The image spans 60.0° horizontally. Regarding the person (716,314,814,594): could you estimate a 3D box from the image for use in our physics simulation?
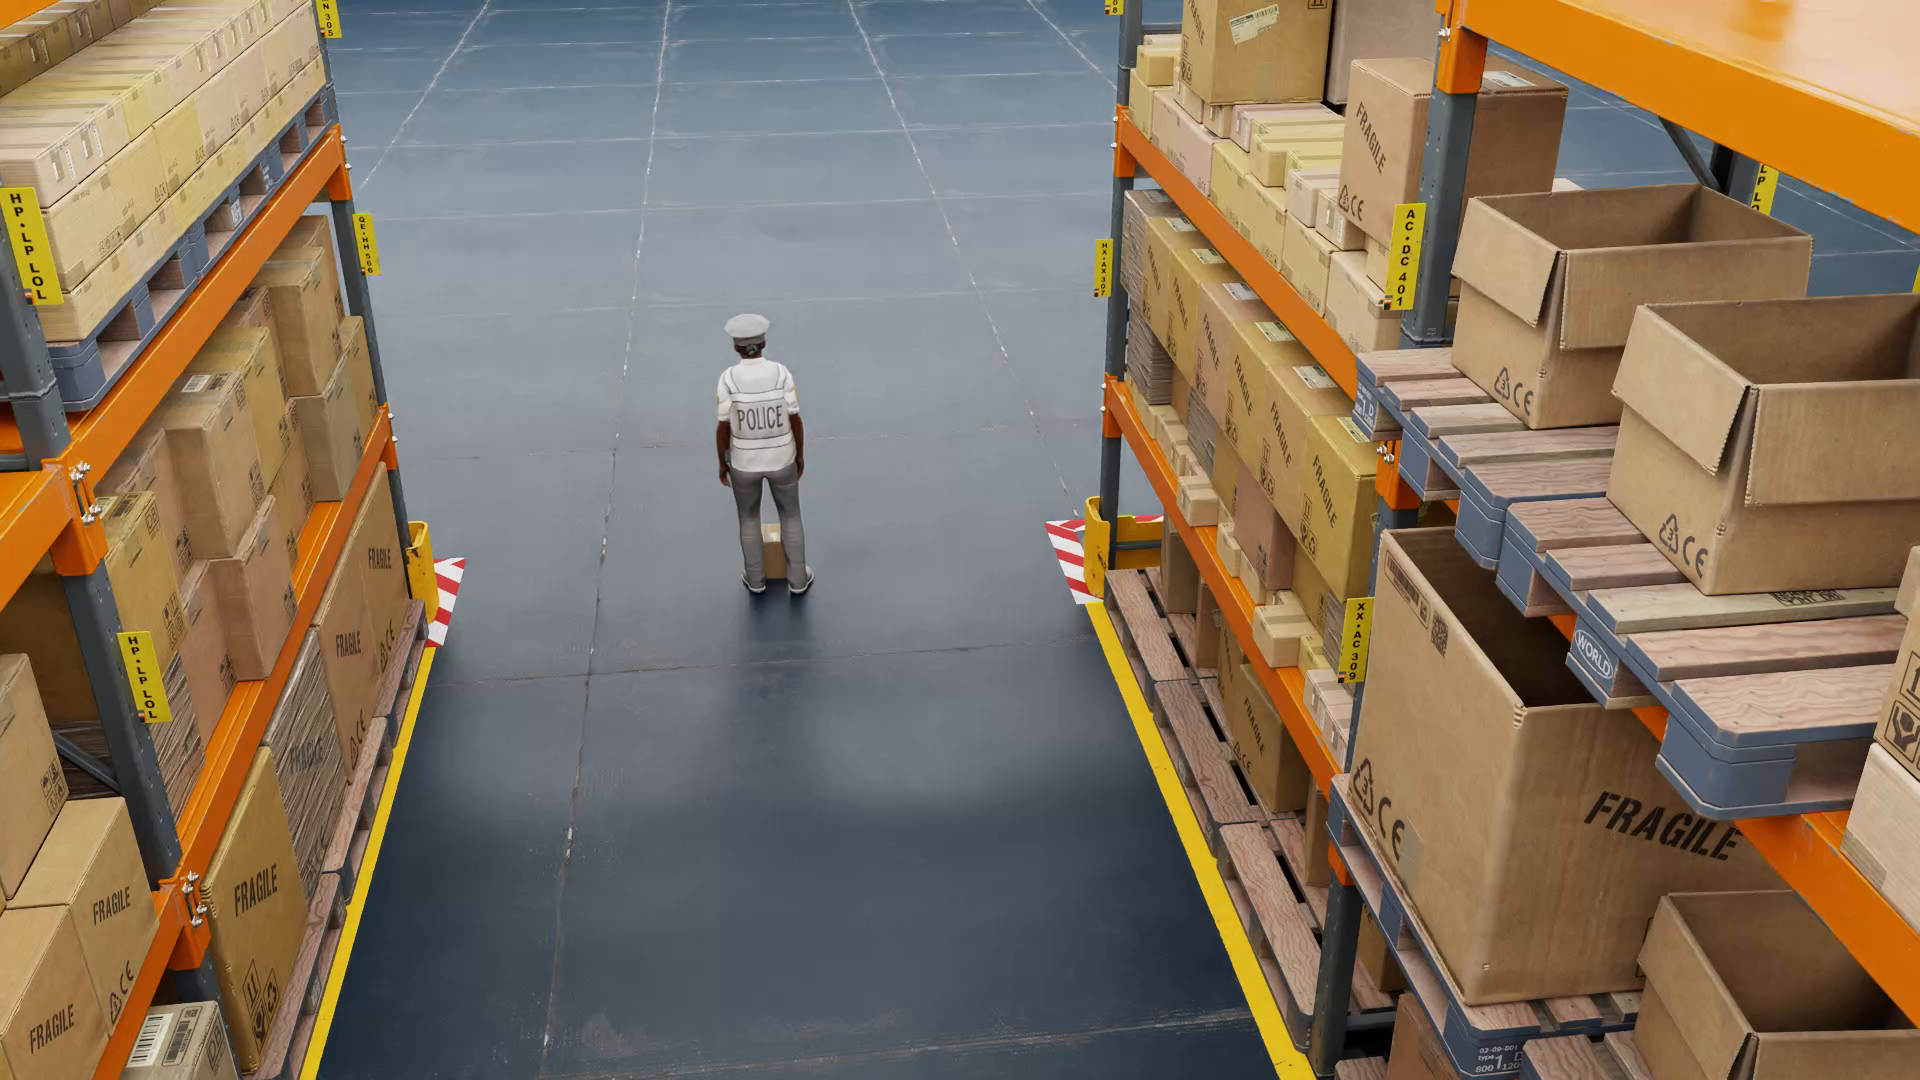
[{"bbox_3d":[-1.123,-0.457,9.504,0.528,1.658,0.428,-5,28,-10],"label":"person"}]
